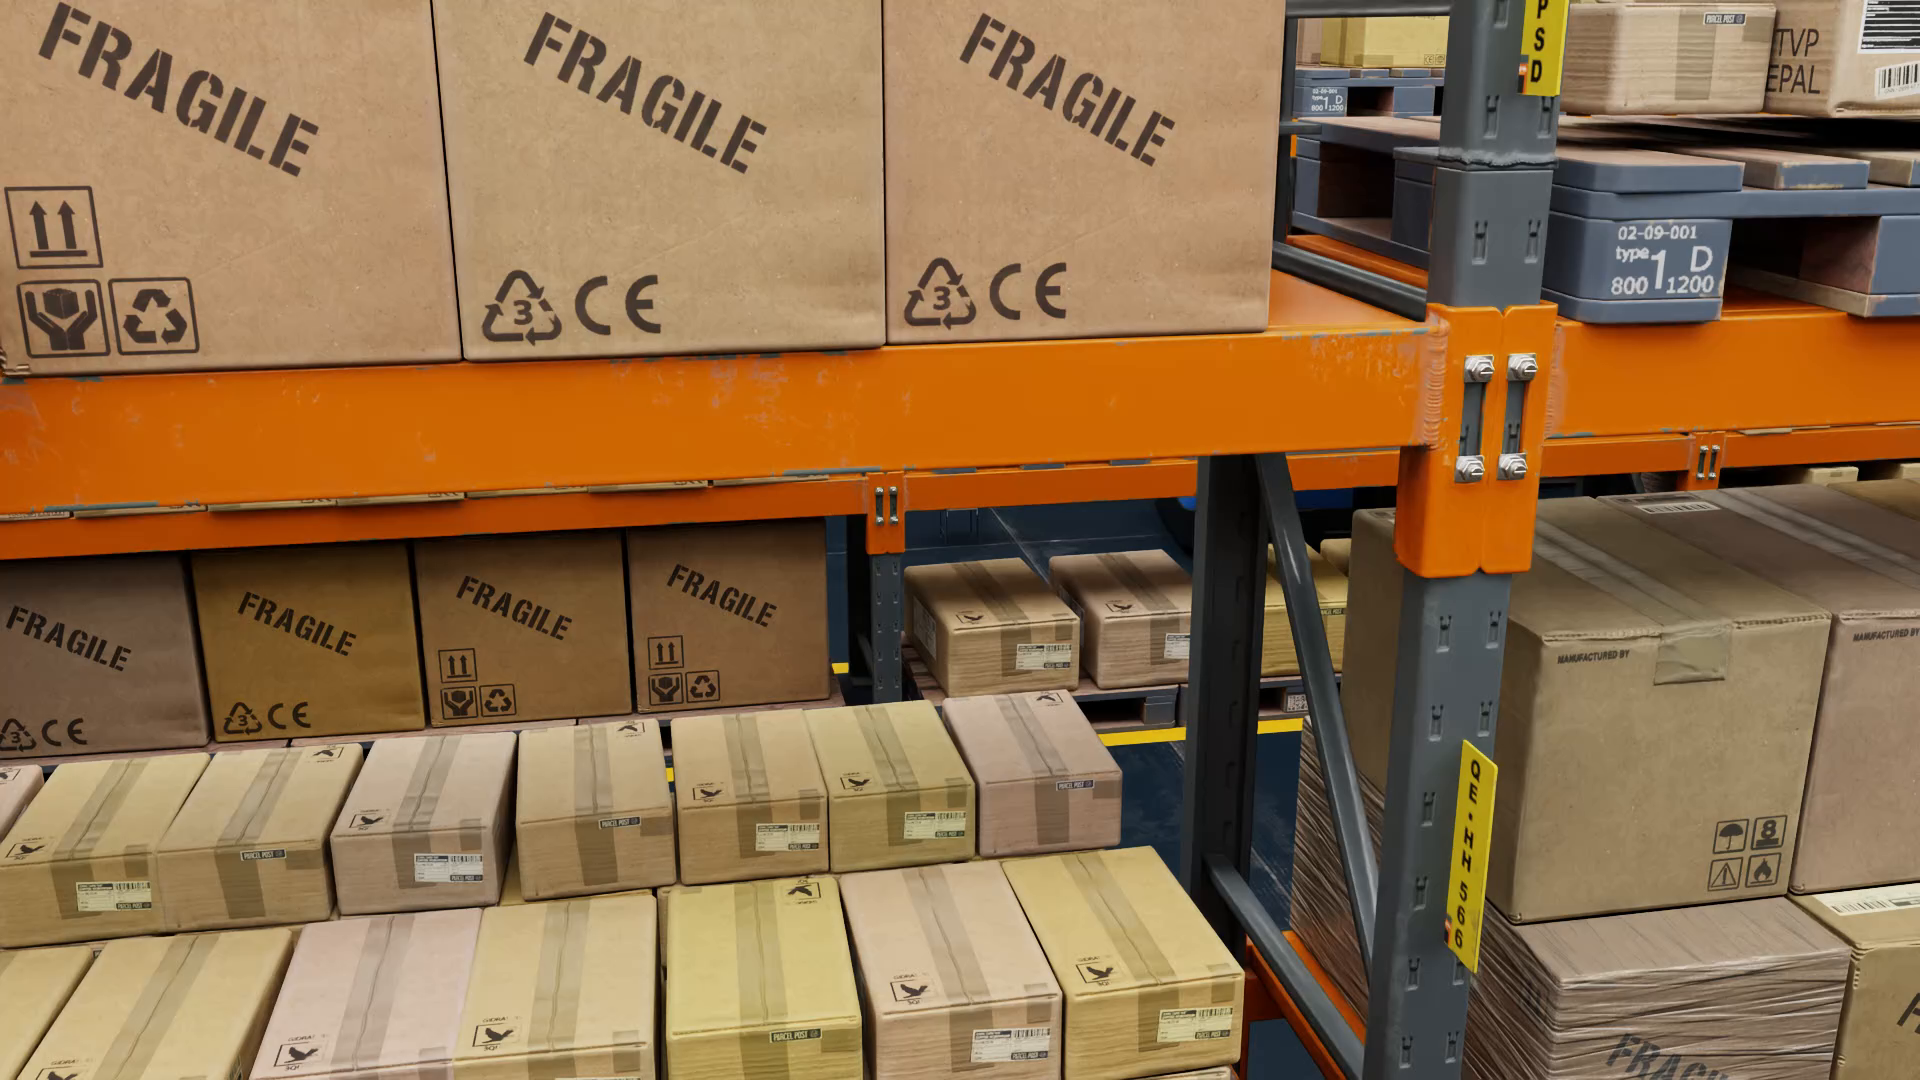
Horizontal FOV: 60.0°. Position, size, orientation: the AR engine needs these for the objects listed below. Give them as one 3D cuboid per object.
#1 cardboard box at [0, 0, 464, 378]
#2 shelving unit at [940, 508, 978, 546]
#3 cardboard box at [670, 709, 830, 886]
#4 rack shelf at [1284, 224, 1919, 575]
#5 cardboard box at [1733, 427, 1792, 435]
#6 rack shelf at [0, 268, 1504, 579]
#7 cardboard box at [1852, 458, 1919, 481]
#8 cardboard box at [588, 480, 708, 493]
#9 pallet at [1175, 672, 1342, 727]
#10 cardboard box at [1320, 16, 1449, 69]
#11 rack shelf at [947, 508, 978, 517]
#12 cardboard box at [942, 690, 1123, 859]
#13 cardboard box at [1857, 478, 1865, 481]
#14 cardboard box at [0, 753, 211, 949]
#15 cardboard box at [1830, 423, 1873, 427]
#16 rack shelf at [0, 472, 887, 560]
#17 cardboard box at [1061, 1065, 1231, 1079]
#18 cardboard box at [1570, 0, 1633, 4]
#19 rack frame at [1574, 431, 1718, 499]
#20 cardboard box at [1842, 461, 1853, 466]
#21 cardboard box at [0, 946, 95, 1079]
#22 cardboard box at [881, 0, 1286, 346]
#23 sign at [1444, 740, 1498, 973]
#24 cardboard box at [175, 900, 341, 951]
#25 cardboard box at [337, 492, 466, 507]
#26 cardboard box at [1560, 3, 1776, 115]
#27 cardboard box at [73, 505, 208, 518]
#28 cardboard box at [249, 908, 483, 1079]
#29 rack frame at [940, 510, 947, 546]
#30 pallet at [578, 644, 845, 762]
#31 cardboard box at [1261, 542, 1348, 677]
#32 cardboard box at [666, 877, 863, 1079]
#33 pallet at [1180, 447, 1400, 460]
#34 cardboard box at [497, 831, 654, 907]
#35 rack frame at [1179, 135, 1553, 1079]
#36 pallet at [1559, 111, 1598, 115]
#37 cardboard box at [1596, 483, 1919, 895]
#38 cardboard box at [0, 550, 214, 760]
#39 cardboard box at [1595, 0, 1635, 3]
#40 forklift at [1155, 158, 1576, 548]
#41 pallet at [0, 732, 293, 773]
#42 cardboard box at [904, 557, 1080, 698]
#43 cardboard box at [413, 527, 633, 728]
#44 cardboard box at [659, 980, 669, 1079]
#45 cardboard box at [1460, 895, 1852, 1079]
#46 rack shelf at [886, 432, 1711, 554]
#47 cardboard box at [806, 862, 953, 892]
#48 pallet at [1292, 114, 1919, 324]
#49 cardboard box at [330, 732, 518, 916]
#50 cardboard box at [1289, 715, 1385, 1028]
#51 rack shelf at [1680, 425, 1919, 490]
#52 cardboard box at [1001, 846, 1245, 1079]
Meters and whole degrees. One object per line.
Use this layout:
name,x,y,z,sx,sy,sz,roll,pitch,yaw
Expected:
cardboard box,-0.875,-0.505,2.066,0.500,0.500,0.500,-3,17,-10
shelving unit,-0.008,-0.430,10.678,0.210,0.900,0.258,-3,17,-10
cardboard box,-0.377,0.447,2.948,0.250,0.149,0.380,-3,17,-11
rack shelf,2.582,-0.388,3.081,4.000,0.370,1.077,-3,17,-10
cardboard box,3.877,-0.635,8.199,0.250,0.149,0.380,-3,17,-11
rack shelf,-1.346,-0.165,2.356,4.000,0.370,1.077,-3,17,-10
cardboard box,4.776,-0.359,8.458,0.250,0.149,0.380,-3,17,-8
cardboard box,-1.366,-0.400,7.260,0.500,0.250,0.500,-3,17,-9
pallet,1.543,0.615,8.449,1.213,0.211,1.003,-3,17,-10
cardboard box,1.963,-2.264,7.506,0.500,0.250,0.500,-3,17,-10
rack shelf,-0.008,-0.226,10.741,0.200,0.077,0.258,-3,17,-10
cardboard box,0.123,0.419,3.038,0.250,0.149,0.380,-3,17,-10
cardboard box,4.661,-0.063,8.600,0.500,0.500,0.500,-3,17,-8
cardboard box,-1.408,0.505,2.758,0.250,0.149,0.380,-3,17,-11
cardboard box,4.371,-0.688,8.371,0.250,0.149,0.380,-3,17,-11
rack shelf,-2.384,-0.152,7.424,4.000,0.370,1.077,-3,17,-10
cardboard box,0.219,0.750,2.468,0.250,0.149,0.380,-3,17,-9
cardboard box,2.962,-2.563,7.628,0.500,0.250,0.500,-3,17,-9
rack frame,3.507,-0.830,8.406,0.127,3.000,1.000,-3,17,-10
cardboard box,4.536,-0.214,9.091,0.500,0.500,0.500,-3,17,-9
cardboard box,-1.302,0.694,2.143,0.250,0.149,0.380,-3,17,-9
cardboard box,0.106,-0.563,2.256,0.500,0.500,0.500,-3,17,-10
sign,0.730,0.454,2.387,0.005,0.325,0.100,-3,17,-10
cardboard box,-1.159,0.632,2.851,0.250,0.149,0.380,-3,17,-11
cardboard box,-2.359,-0.340,7.065,0.500,0.250,0.500,-4,17,-11
cardboard box,0.976,-0.721,2.484,0.250,0.149,0.380,-4,18,-13
cardboard box,-3.358,-0.291,6.905,0.500,0.250,0.500,-4,17,-12
cardboard box,-0.780,0.664,2.241,0.250,0.149,0.380,-3,17,-10
rack frame,-0.108,-0.424,10.660,0.006,0.900,0.240,-3,17,-10
pallet,-1.209,0.748,8.018,1.213,0.211,1.003,-3,17,-10
cardboard box,1.605,0.335,8.372,0.625,0.372,0.950,-3,17,-9
cardboard box,-0.280,0.636,2.331,0.250,0.149,0.380,-3,17,-9
pallet,1.516,-0.638,8.107,1.213,0.211,1.003,-3,17,-10
cardboard box,-0.670,0.606,2.937,0.250,0.149,0.380,-3,17,-10
rack frame,0.618,0.814,3.053,0.127,3.000,1.000,-3,17,-10
pallet,2.881,-2.171,7.981,1.003,0.211,1.213,-3,17,-10
cardboard box,1.557,0.237,3.057,0.500,0.500,0.700,-3,17,-11
cardboard box,-3.754,0.373,7.393,0.875,0.875,0.875,-3,17,-9
cardboard box,1.164,-0.854,2.886,0.250,0.166,0.380,-3,17,-10
forklift,2.869,-1.468,10.599,3.031,2.935,1.130,-1,17,-4
pallet,-3.604,0.884,7.576,1.213,0.211,1.003,-3,17,-10
cardboard box,0.136,0.419,8.098,0.625,0.372,0.950,-4,18,-14
cardboard box,-1.991,0.270,7.726,0.875,0.875,0.875,-3,17,-10
cardboard box,-0.300,0.781,2.368,0.250,0.149,0.380,-3,17,-9
cardboard box,1.110,0.819,2.867,0.500,0.500,0.500,-3,17,-10
rack shelf,1.544,-0.375,8.149,4.000,0.370,1.077,-3,17,-10
cardboard box,-0.161,0.576,3.035,0.250,0.149,0.380,-2,17,-8
pallet,1.240,-0.581,2.807,1.003,0.211,1.213,-2,17,-8
cardboard box,-0.903,0.477,2.849,0.250,0.149,0.380,-2,17,-8
cardboard box,1.009,0.664,3.372,0.500,0.500,0.500,-3,17,-10
rack shelf,5.471,-0.598,8.875,4.000,0.370,1.077,-3,17,-10
cardboard box,0.224,0.608,2.422,0.250,0.149,0.380,-4,18,-13
